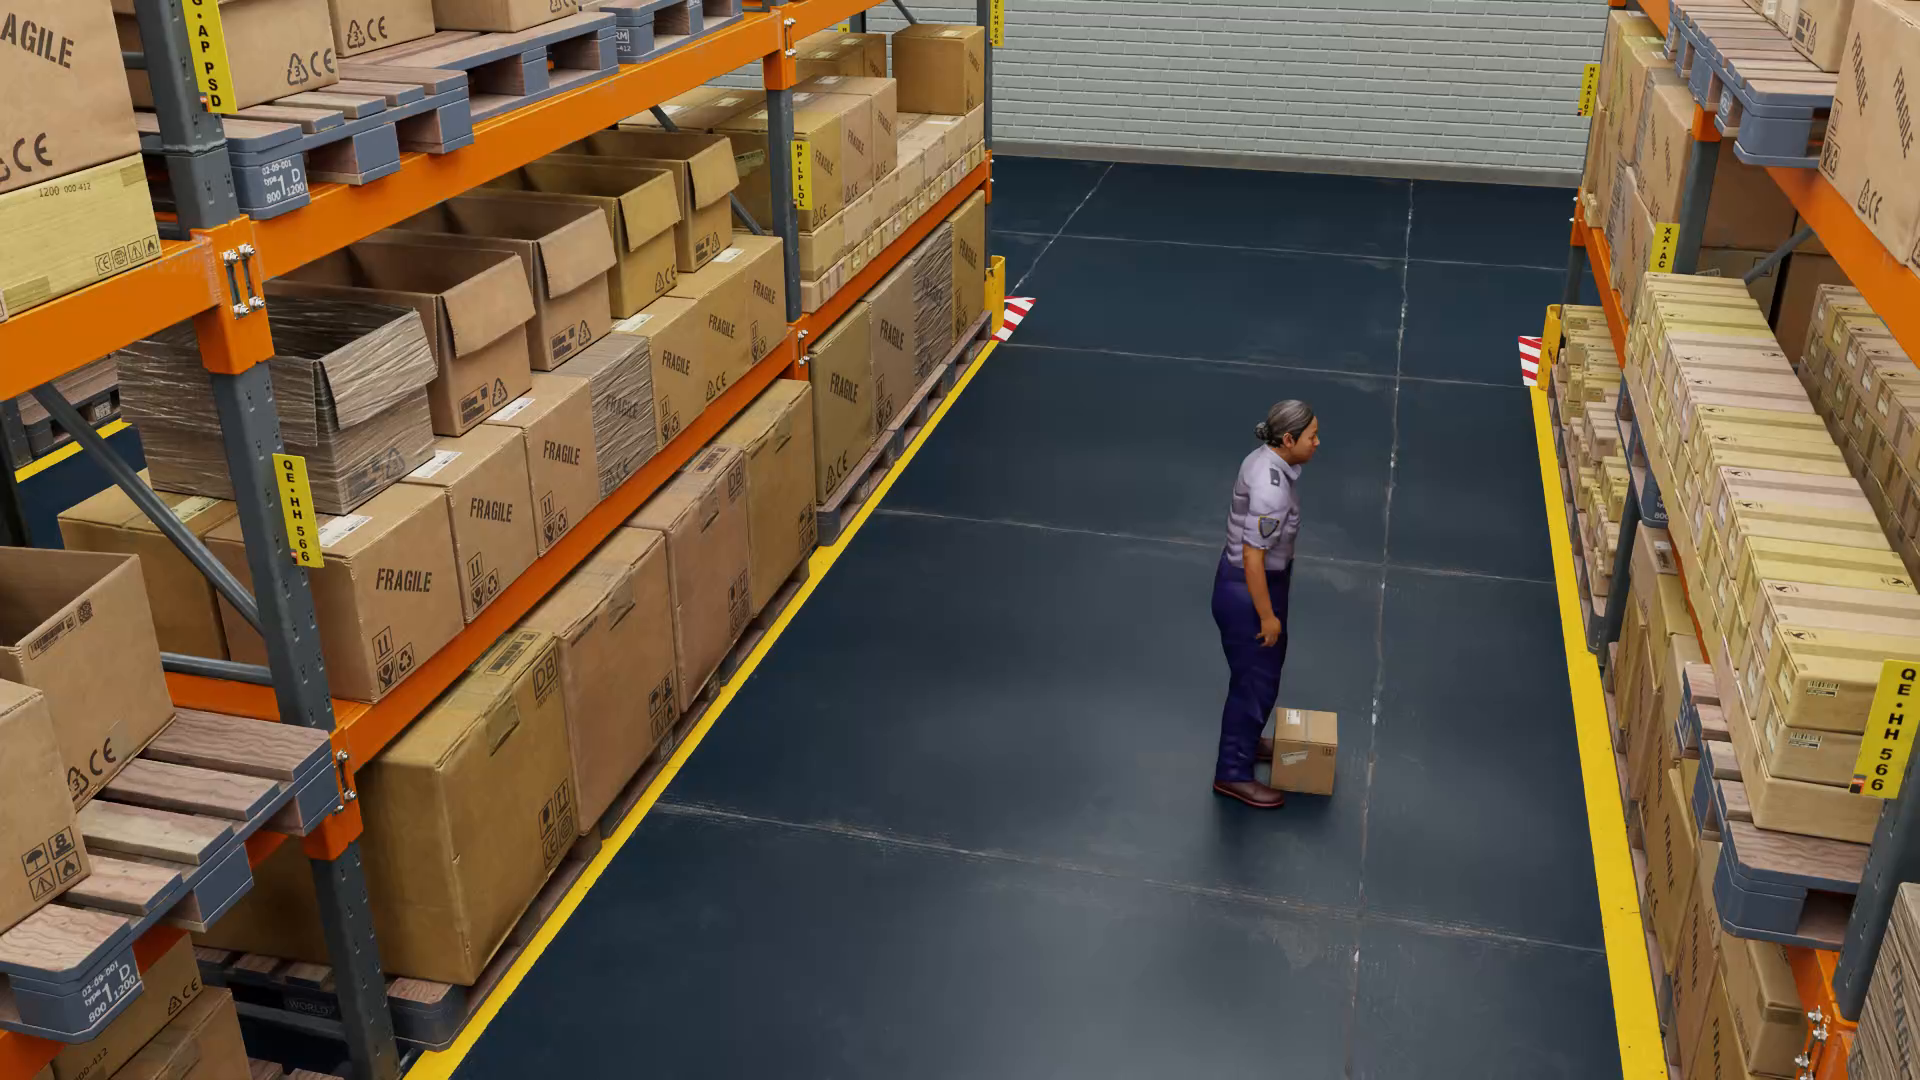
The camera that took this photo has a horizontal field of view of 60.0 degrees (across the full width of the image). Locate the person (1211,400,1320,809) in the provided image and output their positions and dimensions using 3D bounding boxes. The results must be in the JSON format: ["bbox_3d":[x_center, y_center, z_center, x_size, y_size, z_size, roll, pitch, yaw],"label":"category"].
[{"bbox_3d":[1.196,0.223,6.651,0.366,1.652,0.560,5,26,11],"label":"person"}]
